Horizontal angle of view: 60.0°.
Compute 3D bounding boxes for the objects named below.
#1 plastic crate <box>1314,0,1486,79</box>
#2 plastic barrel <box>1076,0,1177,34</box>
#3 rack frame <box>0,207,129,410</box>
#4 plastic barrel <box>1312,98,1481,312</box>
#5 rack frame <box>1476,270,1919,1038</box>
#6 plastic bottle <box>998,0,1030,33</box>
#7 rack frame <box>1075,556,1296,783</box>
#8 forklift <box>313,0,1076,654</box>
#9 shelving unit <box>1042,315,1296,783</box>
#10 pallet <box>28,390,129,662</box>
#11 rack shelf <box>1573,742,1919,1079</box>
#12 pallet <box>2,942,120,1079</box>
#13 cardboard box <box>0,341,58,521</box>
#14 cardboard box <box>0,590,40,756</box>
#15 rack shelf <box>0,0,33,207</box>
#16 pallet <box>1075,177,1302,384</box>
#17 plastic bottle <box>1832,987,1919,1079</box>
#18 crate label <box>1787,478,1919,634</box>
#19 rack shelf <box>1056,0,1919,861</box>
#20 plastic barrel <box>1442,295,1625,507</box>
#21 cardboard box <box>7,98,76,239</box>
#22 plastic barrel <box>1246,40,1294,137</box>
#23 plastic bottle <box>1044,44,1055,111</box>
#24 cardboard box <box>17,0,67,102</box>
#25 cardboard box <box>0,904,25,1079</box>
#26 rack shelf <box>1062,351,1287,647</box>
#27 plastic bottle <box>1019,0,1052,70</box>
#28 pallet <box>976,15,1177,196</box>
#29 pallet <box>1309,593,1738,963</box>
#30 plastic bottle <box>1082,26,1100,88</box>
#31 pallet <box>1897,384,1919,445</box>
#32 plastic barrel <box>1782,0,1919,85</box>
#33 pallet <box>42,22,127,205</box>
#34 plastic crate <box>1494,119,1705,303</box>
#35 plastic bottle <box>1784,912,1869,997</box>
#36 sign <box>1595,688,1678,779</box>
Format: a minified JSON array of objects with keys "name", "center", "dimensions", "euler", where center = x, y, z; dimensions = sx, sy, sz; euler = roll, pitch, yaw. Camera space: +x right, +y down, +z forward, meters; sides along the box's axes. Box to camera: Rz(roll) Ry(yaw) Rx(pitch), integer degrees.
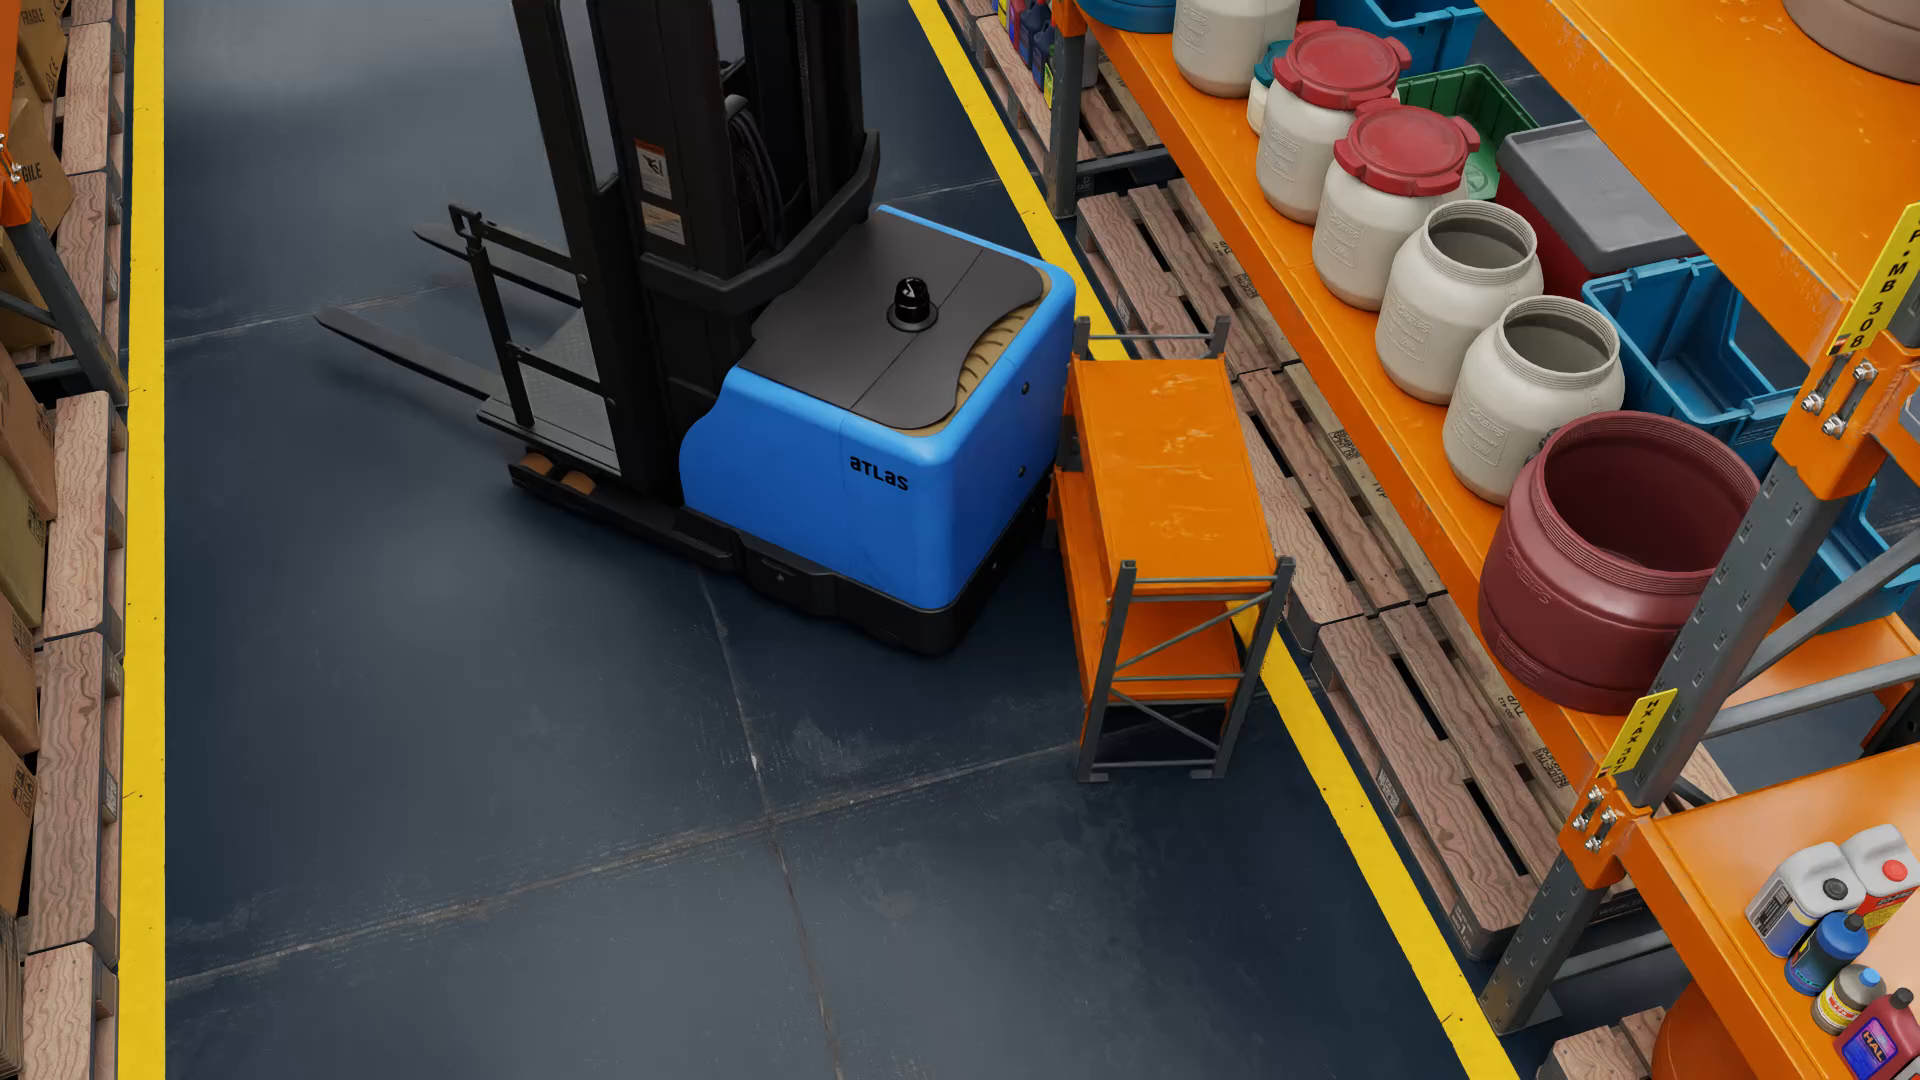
[{"name":"plastic crate","center":[1.510,-1.812,5.826],"dimensions":[0.392,0.384,0.575],"euler":[-13,51,-11]},{"name":"plastic barrel","center":[0.711,-2.363,5.952],"dimensions":[0.600,0.901,0.708],"euler":[-13,51,-11]},{"name":"rack frame","center":[-3.845,-1.432,5.496],"dimensions":[1.000,3.000,0.127],"euler":[-13,51,-11]},{"name":"plastic barrel","center":[1.305,-0.996,5.039],"dimensions":[0.433,0.535,0.433],"euler":[0,50,0]},{"name":"rack frame","center":[2.069,0.369,3.977],"dimensions":[1.000,3.000,0.127],"euler":[-13,51,-11]},{"name":"plastic bottle","center":[0.268,-2.621,7.943],"dimensions":[0.144,0.351,0.185],"euler":[-14,51,-11]},{"name":"rack frame","center":[0.669,0.426,5.132],"dimensions":[0.500,1.125,0.032],"euler":[-1,50,-6]},{"name":"forklift","center":[-1.133,-1.377,5.494],"dimensions":[3.031,2.935,1.130],"euler":[23,54,18]},{"name":"shelving unit","center":[0.629,0.039,5.458],"dimensions":[0.538,1.125,1.048],"euler":[-1,50,-6]},{"name":"pallet","center":[-3.614,0.035,6.083],"dimensions":[1.003,0.211,1.213],"euler":[-13,51,-11]},{"name":"rack shelf","center":[2.661,2.062,3.020],"dimensions":[1.077,0.370,4.000],"euler":[-13,51,-11]},{"name":"pallet","center":[-2.892,1.817,4.580],"dimensions":[1.003,0.211,1.213],"euler":[-13,51,-11]},{"name":"cardboard box","center":[-3.684,-0.315,5.901],"dimensions":[0.700,0.500,0.500],"euler":[-17,52,-14]},{"name":"cardboard box","center":[-3.395,0.446,5.259],"dimensions":[0.700,0.500,0.500],"euler":[-17,52,-14]},{"name":"rack shelf","center":[-4.437,-2.661,7.002],"dimensions":[1.077,0.370,4.000],"euler":[-13,51,-11]},{"name":"pallet","center":[1.155,-1.089,7.030],"dimensions":[1.003,0.211,1.213],"euler":[-13,51,-11]},{"name":"plastic bottle","center":[1.942,1.046,3.482],"dimensions":[0.061,0.283,0.133],"euler":[-13,51,-11]},{"name":"crate label","center":[2.303,0.031,4.372],"dimensions":[0.303,0.233,0.416],"euler":[-13,51,-11]},{"name":"rack shelf","center":[1.478,-0.860,5.483],"dimensions":[1.077,0.370,4.000],"euler":[-13,51,-11]},{"name":"plastic barrel","center":[1.561,-0.370,4.527],"dimensions":[0.421,0.512,0.421],"euler":[0,50,0]},{"name":"cardboard box","center":[-4.102,-1.480,6.896],"dimensions":[0.500,0.500,0.500],"euler":[1,50,1]},{"name":"plastic barrel","center":[1.131,-1.506,5.648],"dimensions":[0.301,0.262,0.301],"euler":[0,50,0]},{"name":"plastic bottle","center":[0.429,-2.095,7.543],"dimensions":[0.061,0.283,0.133],"euler":[-11,51,-9]},{"name":"cardboard box","center":[-4.483,-2.333,7.615],"dimensions":[0.500,0.500,0.500],"euler":[-9,50,-8]},{"name":"cardboard box","center":[-3.056,1.266,4.568],"dimensions":[0.700,0.500,0.500],"euler":[-17,52,-14]},{"name":"rack shelf","center":[0.648,-0.151,5.236],"dimensions":[0.538,0.278,1.000],"euler":[-1,50,-6]},{"name":"plastic bottle","center":[0.364,-2.386,7.744],"dimensions":[0.144,0.351,0.185],"euler":[-16,52,-13]},{"name":"pallet","center":[0.727,-2.153,7.927],"dimensions":[1.003,0.211,1.213],"euler":[-13,51,-11]},{"name":"pallet","center":[1.877,0.693,5.527],"dimensions":[1.003,0.211,1.213],"euler":[-13,51,-11]},{"name":"plastic bottle","center":[0.558,-2.278,7.653],"dimensions":[0.144,0.351,0.185],"euler":[-13,51,-11]},{"name":"pallet","center":[2.202,0.044,2.413],"dimensions":[1.003,0.211,1.213],"euler":[-13,51,-11]},{"name":"plastic barrel","center":[2.034,-1.408,3.185],"dimensions":[0.600,0.901,0.600],"euler":[0,50,0]},{"name":"pallet","center":[-4.442,-1.909,7.721],"dimensions":[1.003,0.211,1.213],"euler":[-13,51,-11]},{"name":"plastic crate","center":[1.884,-0.901,5.006],"dimensions":[0.402,0.464,0.583],"euler":[-13,51,-11]},{"name":"plastic bottle","center":[1.896,0.891,3.621],"dimensions":[0.097,0.271,0.097],"euler":[0,50,0]},{"name":"sign","center":[1.546,0.446,3.805],"dimensions":[0.100,0.325,0.005],"euler":[-13,51,-11]}]
